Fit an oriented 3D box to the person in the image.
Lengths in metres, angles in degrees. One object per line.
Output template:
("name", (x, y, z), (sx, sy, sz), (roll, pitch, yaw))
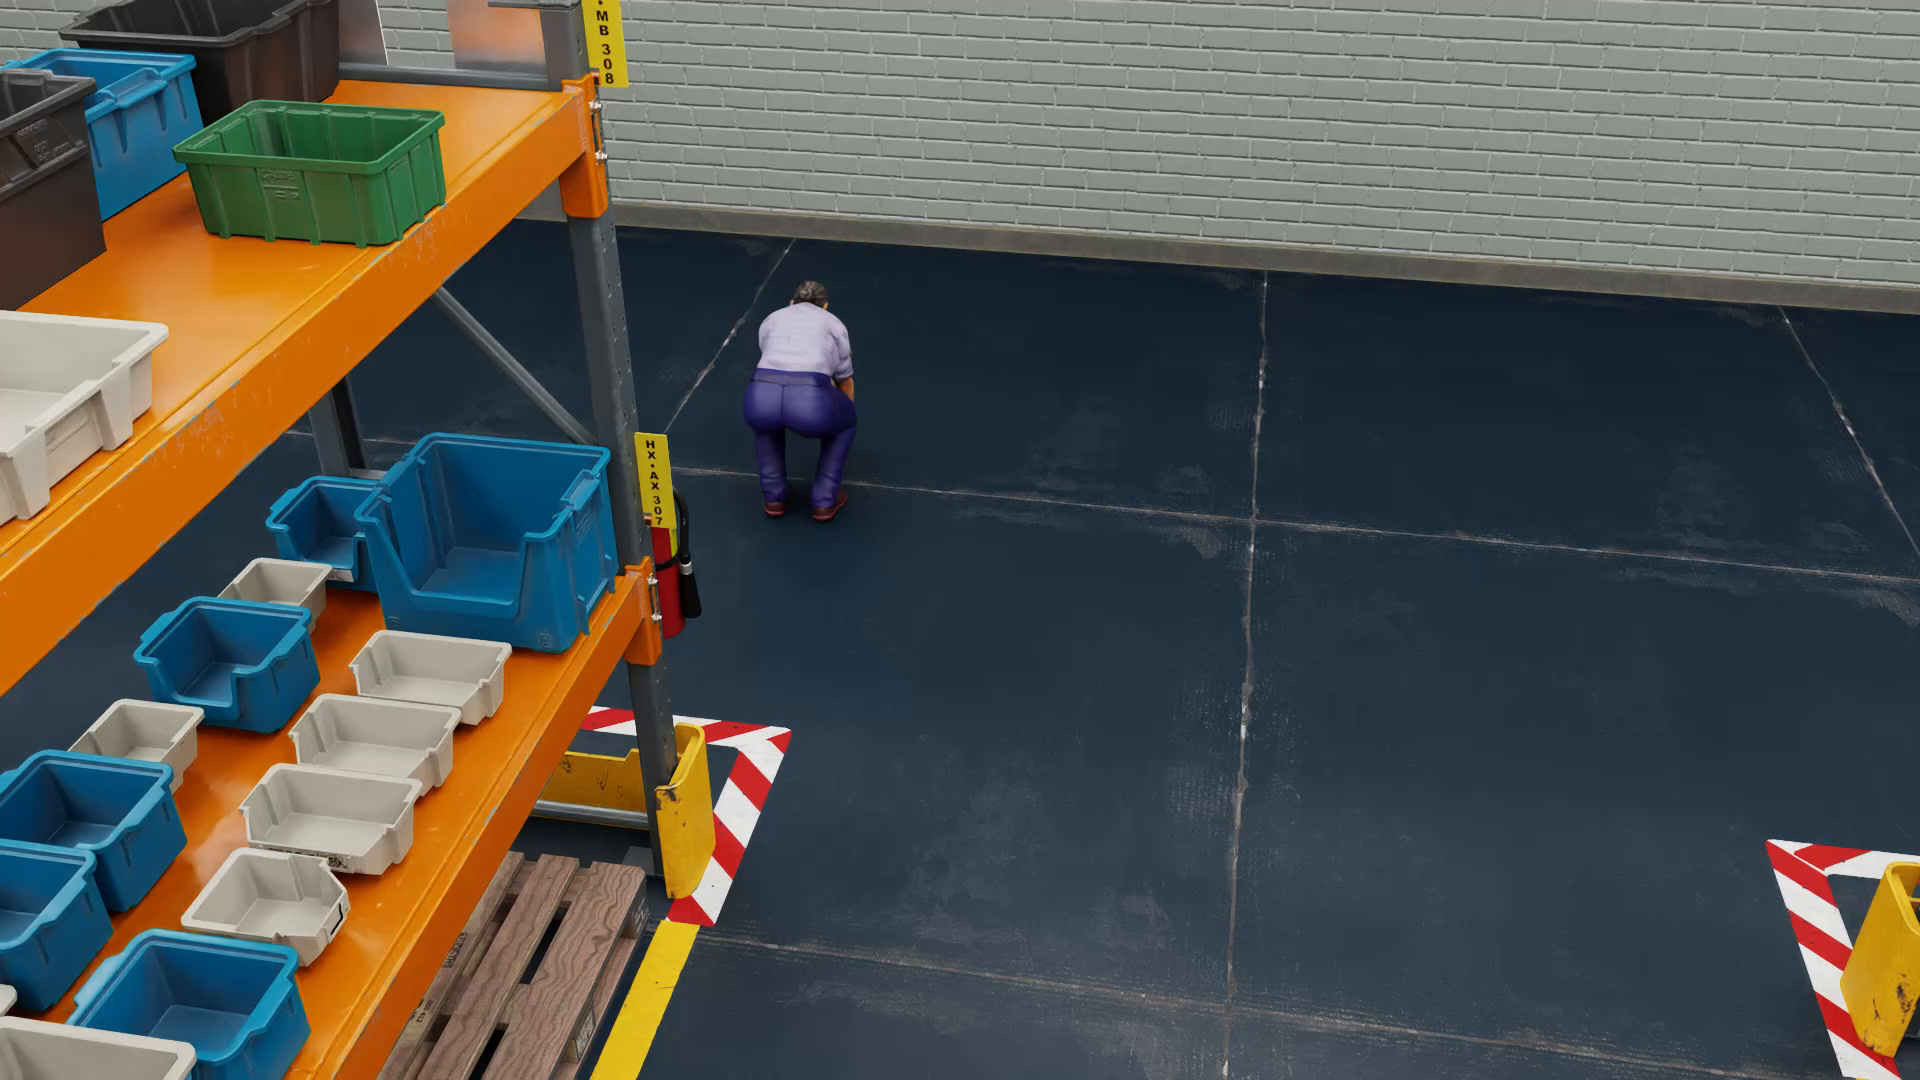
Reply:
("person", (-0.732, -0.620, 7.755), (0.501, 0.970, 0.886), (4, 33, 7))
